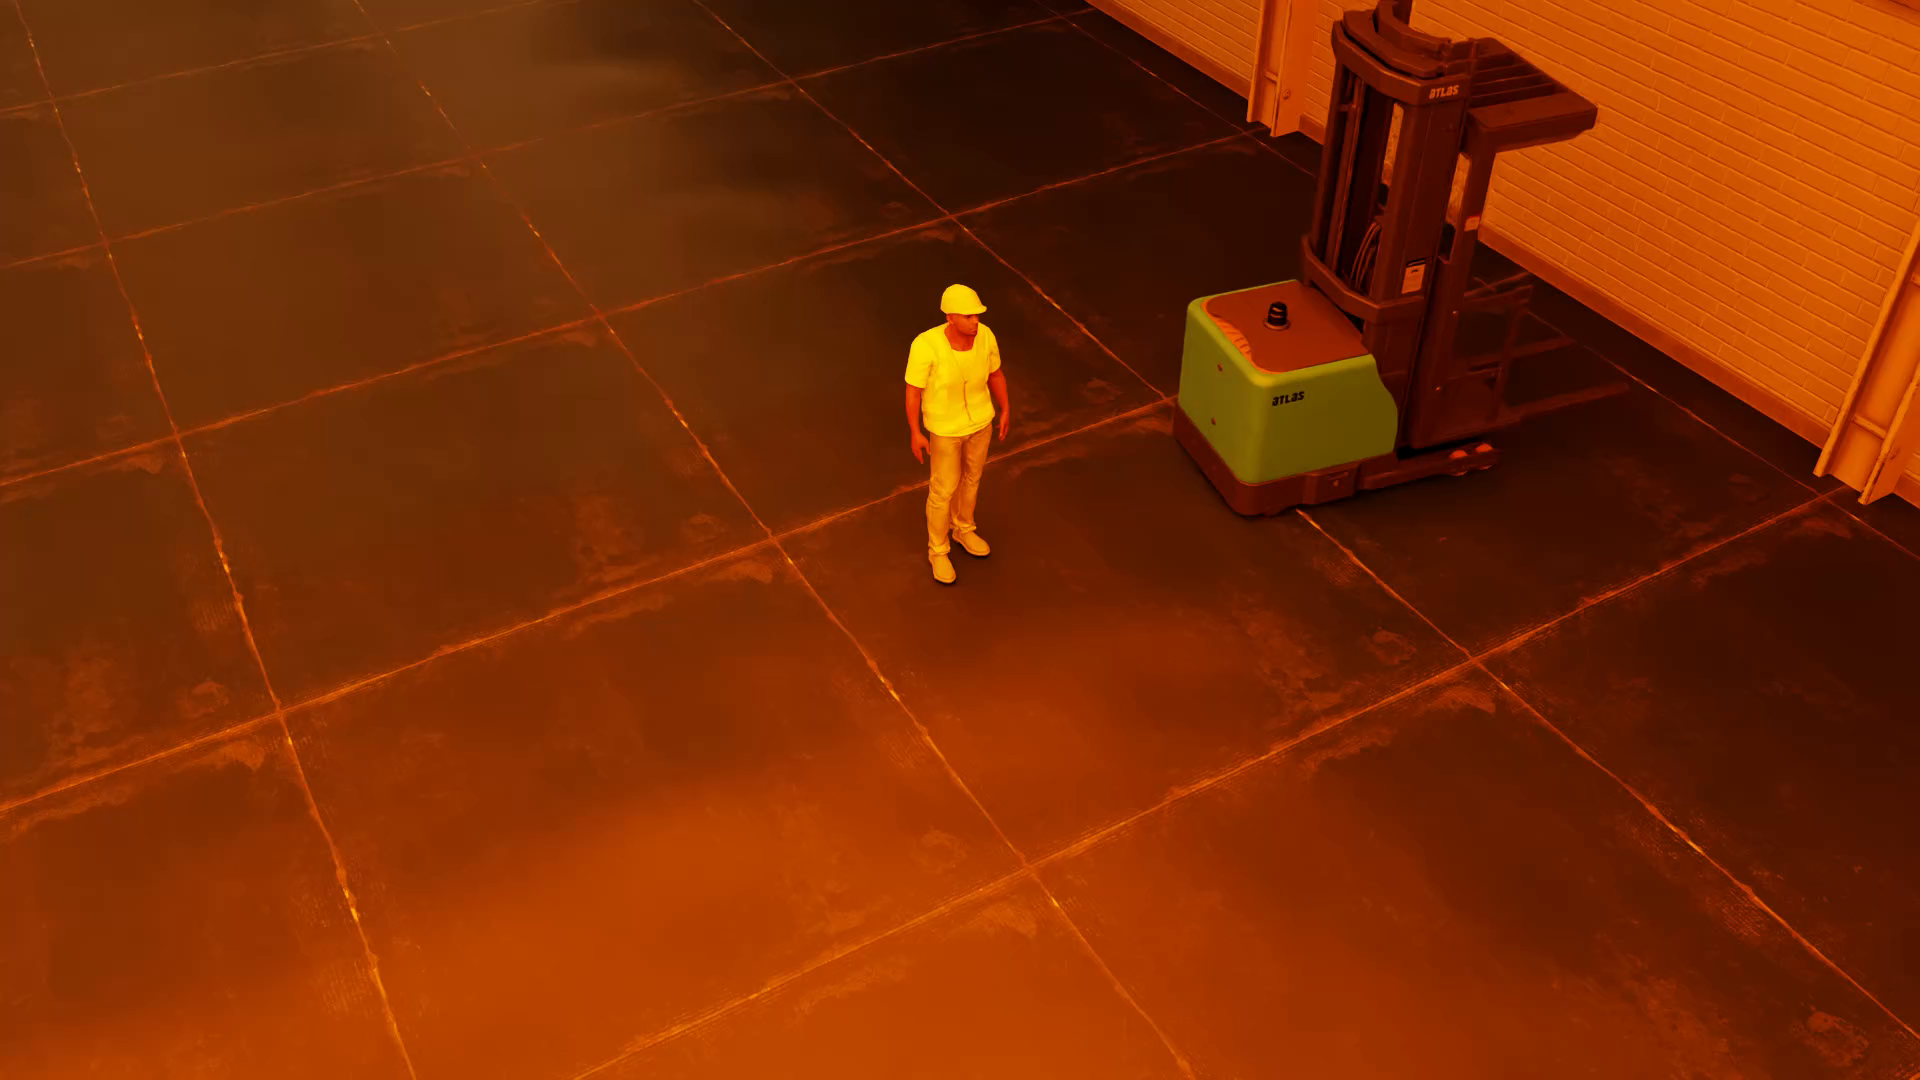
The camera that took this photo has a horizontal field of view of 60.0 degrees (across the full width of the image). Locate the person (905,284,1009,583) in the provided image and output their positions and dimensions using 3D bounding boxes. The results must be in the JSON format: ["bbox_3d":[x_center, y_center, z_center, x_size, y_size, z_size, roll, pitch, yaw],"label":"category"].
[{"bbox_3d":[0.030,-0.645,9.715,0.665,1.768,0.575,-20,44,-23],"label":"person"}]

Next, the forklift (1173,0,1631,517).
[{"bbox_3d":[2.991,-1.851,10.268,3.031,2.935,1.130,-13,41,-15],"label":"forklift"}]
